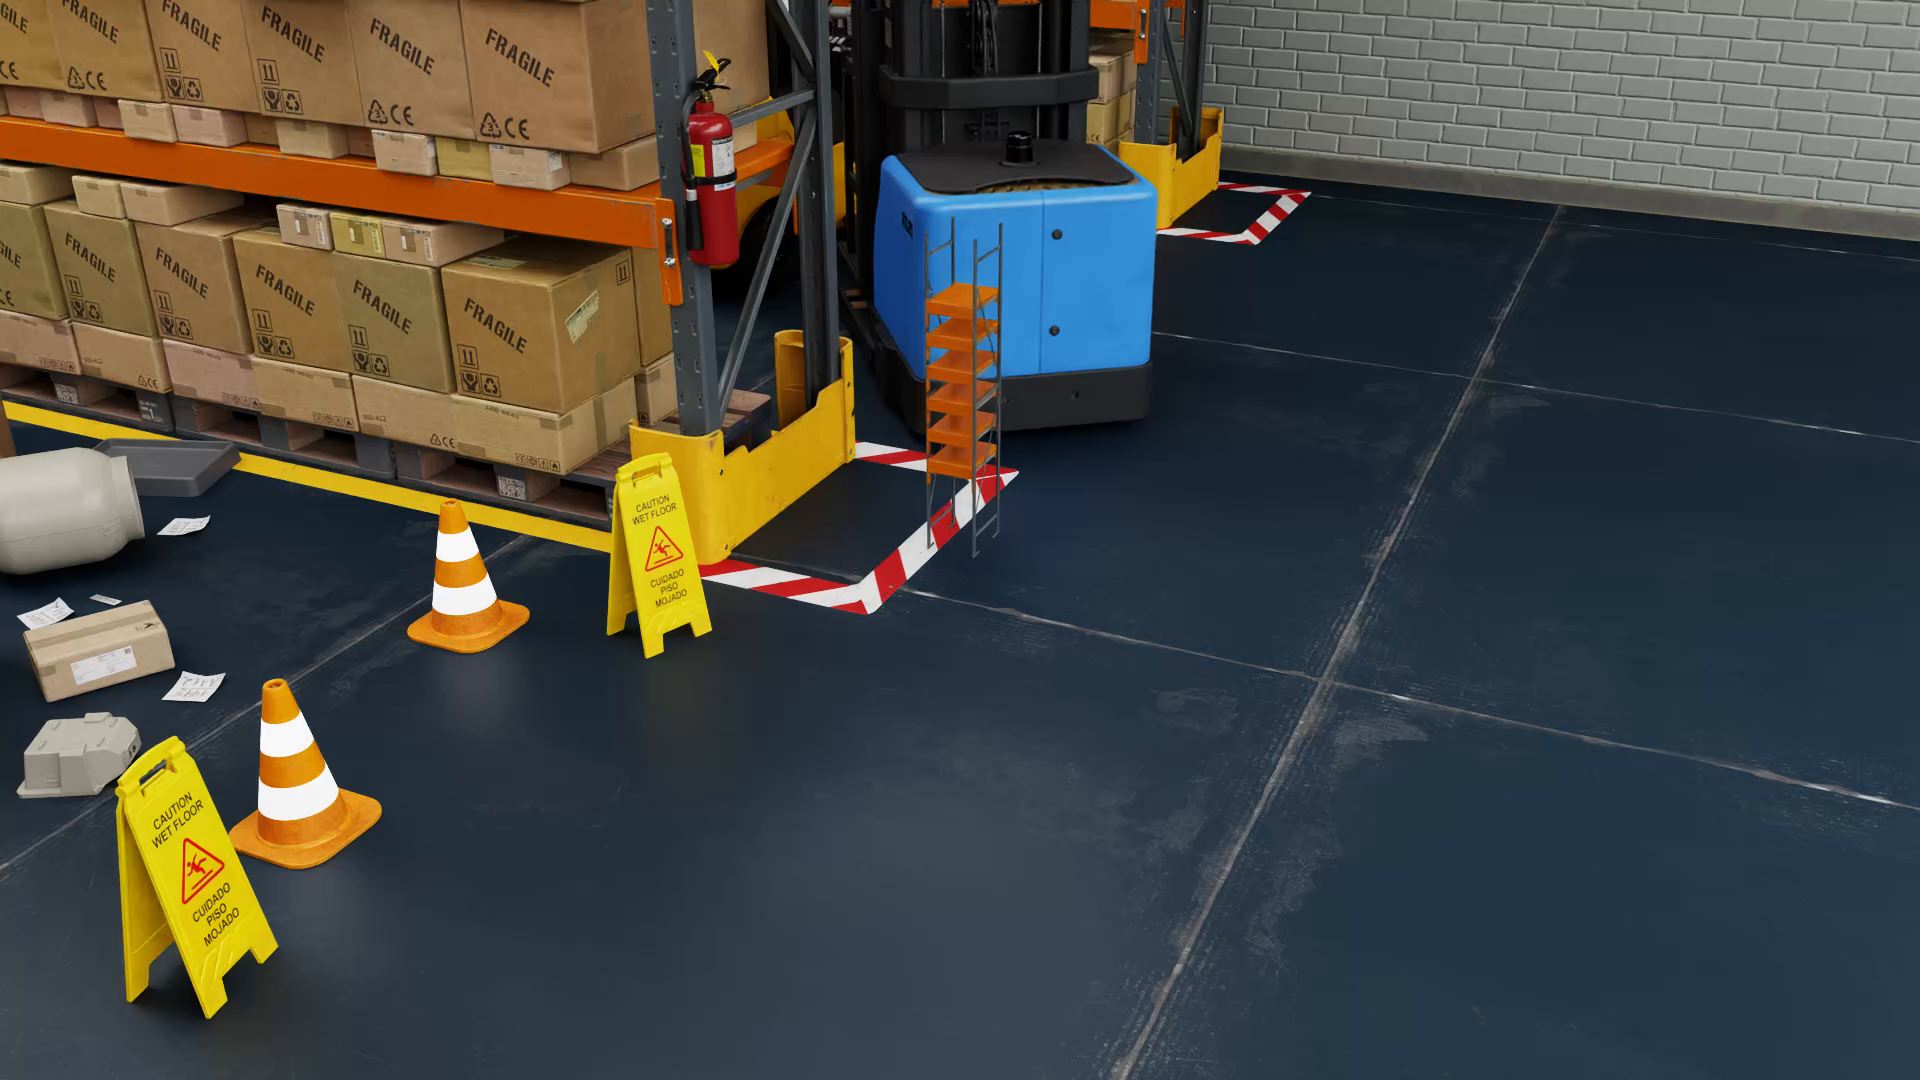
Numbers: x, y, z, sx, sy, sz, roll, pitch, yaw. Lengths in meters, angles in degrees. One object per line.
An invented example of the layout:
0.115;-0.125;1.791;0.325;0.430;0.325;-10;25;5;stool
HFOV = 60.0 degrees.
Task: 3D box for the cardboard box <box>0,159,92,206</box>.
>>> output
-3.872;-1.547;7.051;0.250;0.149;0.380;12;29;23;cardboard box

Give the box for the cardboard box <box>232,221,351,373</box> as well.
-2.515;-1.019;6.712;0.500;0.500;0.500;11;28;21;cardboard box

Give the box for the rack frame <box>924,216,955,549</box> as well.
-0.070;-0.552;6.013;0.006;1.200;0.240;11;28;22;rack frame

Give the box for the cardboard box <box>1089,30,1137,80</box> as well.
0.947;-3.061;10.577;0.500;0.250;0.500;11;28;21;cardboard box

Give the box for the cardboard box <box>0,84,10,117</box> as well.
-3.981;-1.904;7.005;0.250;0.149;0.380;12;29;23;cardboard box

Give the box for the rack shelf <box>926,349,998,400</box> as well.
0.014;-0.603;5.946;0.180;0.103;0.258;11;28;22;rack shelf

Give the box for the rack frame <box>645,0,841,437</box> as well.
-0.745;-1.497;5.895;0.127;3.000;1.000;11;28;22;rack frame

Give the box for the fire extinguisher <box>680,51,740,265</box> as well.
-0.832;-1.256;5.493;0.183;0.674;0.296;11;28;22;fire extinguisher

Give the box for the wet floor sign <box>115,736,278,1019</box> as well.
-1.856;0.777;3.941;0.232;0.644;0.267;6;27;13;wet floor sign

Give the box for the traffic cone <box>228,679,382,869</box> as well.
-1.821;0.590;4.528;0.334;0.463;0.336;11;28;22;traffic cone

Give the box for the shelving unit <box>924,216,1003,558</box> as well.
0.013;-0.536;5.979;0.189;1.200;0.258;11;28;22;shelving unit

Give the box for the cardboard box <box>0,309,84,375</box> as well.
-3.961;-0.967;7.455;0.500;0.250;0.500;10;28;19;cardboard box

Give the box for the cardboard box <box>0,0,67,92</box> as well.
-3.635;-2.132;6.734;0.500;0.500;0.500;11;28;22;cardboard box

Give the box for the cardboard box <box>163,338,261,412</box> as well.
-2.986;-0.778;7.071;0.500;0.250;0.500;11;28;21;cardboard box

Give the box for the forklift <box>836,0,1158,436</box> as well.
-0.004;-2.376;7.757;1.130;2.935;3.031;-6;27;-12;forklift

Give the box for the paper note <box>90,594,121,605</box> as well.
-2.988;0.209;5.814;0.123;0.001;0.032;11;28;22;paper note

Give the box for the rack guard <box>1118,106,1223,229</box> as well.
1.328;-2.368;10.493;0.348;0.500;1.175;11;28;22;rack guard

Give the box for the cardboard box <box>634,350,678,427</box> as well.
-1.365;-0.710;6.935;0.500;0.250;0.500;11;28;21;cardboard box

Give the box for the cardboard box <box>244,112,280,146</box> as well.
-2.558;-1.654;6.498;0.250;0.149;0.380;11;28;22;cardboard box

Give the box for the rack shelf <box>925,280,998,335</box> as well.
0.014;-0.819;5.840;0.180;0.103;0.258;11;28;22;rack shelf

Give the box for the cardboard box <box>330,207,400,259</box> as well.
-2.172;-1.208;6.362;0.250;0.149;0.380;12;29;23;cardboard box

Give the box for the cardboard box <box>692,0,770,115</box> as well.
-1.061;-1.873;6.209;0.500;0.500;0.500;11;28;21;cardboard box

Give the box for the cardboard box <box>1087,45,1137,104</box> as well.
0.758;-2.856;10.160;0.500;0.250;0.500;12;29;24;cardboard box

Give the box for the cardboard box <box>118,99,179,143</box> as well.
-3.072;-1.691;6.574;0.250;0.149;0.380;12;28;22;cardboard box

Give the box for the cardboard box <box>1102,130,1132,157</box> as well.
0.748;-2.407;10.381;0.500;0.250;0.500;12;28;22;cardboard box

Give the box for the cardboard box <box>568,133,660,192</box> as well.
-1.174;-1.367;5.914;0.250;0.149;0.380;12;29;24;cardboard box

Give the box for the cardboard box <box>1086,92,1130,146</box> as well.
0.734;-2.636;10.279;0.500;0.250;0.500;11;28;21;cardboard box

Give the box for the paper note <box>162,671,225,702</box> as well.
-2.430;0.463;5.276;0.142;0.019;0.148;2;26;4;paper note

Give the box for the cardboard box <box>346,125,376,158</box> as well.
-2.097;-1.562;6.311;0.250;0.149;0.380;12;29;23;cardboard box

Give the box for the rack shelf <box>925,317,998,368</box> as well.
0.014;-0.711;5.893;0.180;0.103;0.258;11;28;22;rack shelf

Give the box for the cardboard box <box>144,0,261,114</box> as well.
-2.715;-1.950;6.365;0.500;0.500;0.500;12;29;22;cardboard box

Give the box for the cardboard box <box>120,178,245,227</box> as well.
-3.157;-1.406;6.764;0.250;0.149;0.380;13;29;25;cardboard box

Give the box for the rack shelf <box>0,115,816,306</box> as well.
-2.566;-1.540;6.796;4.000;0.370;1.077;11;28;22;rack shelf

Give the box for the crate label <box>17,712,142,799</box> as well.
-2.562;0.617;4.842;0.298;0.136;0.250;-2;26;-5;crate label

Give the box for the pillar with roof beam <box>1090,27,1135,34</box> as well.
-0.737;-4.944;6.103;0.400;9.000;9.100;11;28;22;pillar with roof beam

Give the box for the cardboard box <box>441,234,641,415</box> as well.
-1.582;-0.830;6.328;0.500;0.500;0.500;12;28;22;cardboard box

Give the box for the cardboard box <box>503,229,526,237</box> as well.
-1.865;-1.145;6.968;0.500;0.500;0.500;10;28;20;cardboard box

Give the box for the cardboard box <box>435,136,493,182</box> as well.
-1.675;-1.424;6.030;0.250;0.149;0.380;11;28;21;cardboard box

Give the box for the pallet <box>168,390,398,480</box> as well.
-2.646;-0.646;7.324;1.213;0.211;1.003;11;28;22;pallet

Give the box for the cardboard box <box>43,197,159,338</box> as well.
-3.469;-1.210;7.100;0.500;0.500;0.500;13;29;24;cardboard box

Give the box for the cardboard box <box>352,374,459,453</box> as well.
-2.061;-0.589;6.688;0.500;0.250;0.500;11;28;22;cardboard box

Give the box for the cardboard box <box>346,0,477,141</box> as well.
-1.807;-1.757;5.973;0.500;0.500;0.500;11;28;22;cardboard box

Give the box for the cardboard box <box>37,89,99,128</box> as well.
-3.516;-1.808;6.811;0.250;0.149;0.380;12;29;23;cardboard box

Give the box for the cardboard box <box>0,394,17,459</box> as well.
-3.974;-0.365;6.422;0.500;0.500;0.500;-12;29;-23;cardboard box
